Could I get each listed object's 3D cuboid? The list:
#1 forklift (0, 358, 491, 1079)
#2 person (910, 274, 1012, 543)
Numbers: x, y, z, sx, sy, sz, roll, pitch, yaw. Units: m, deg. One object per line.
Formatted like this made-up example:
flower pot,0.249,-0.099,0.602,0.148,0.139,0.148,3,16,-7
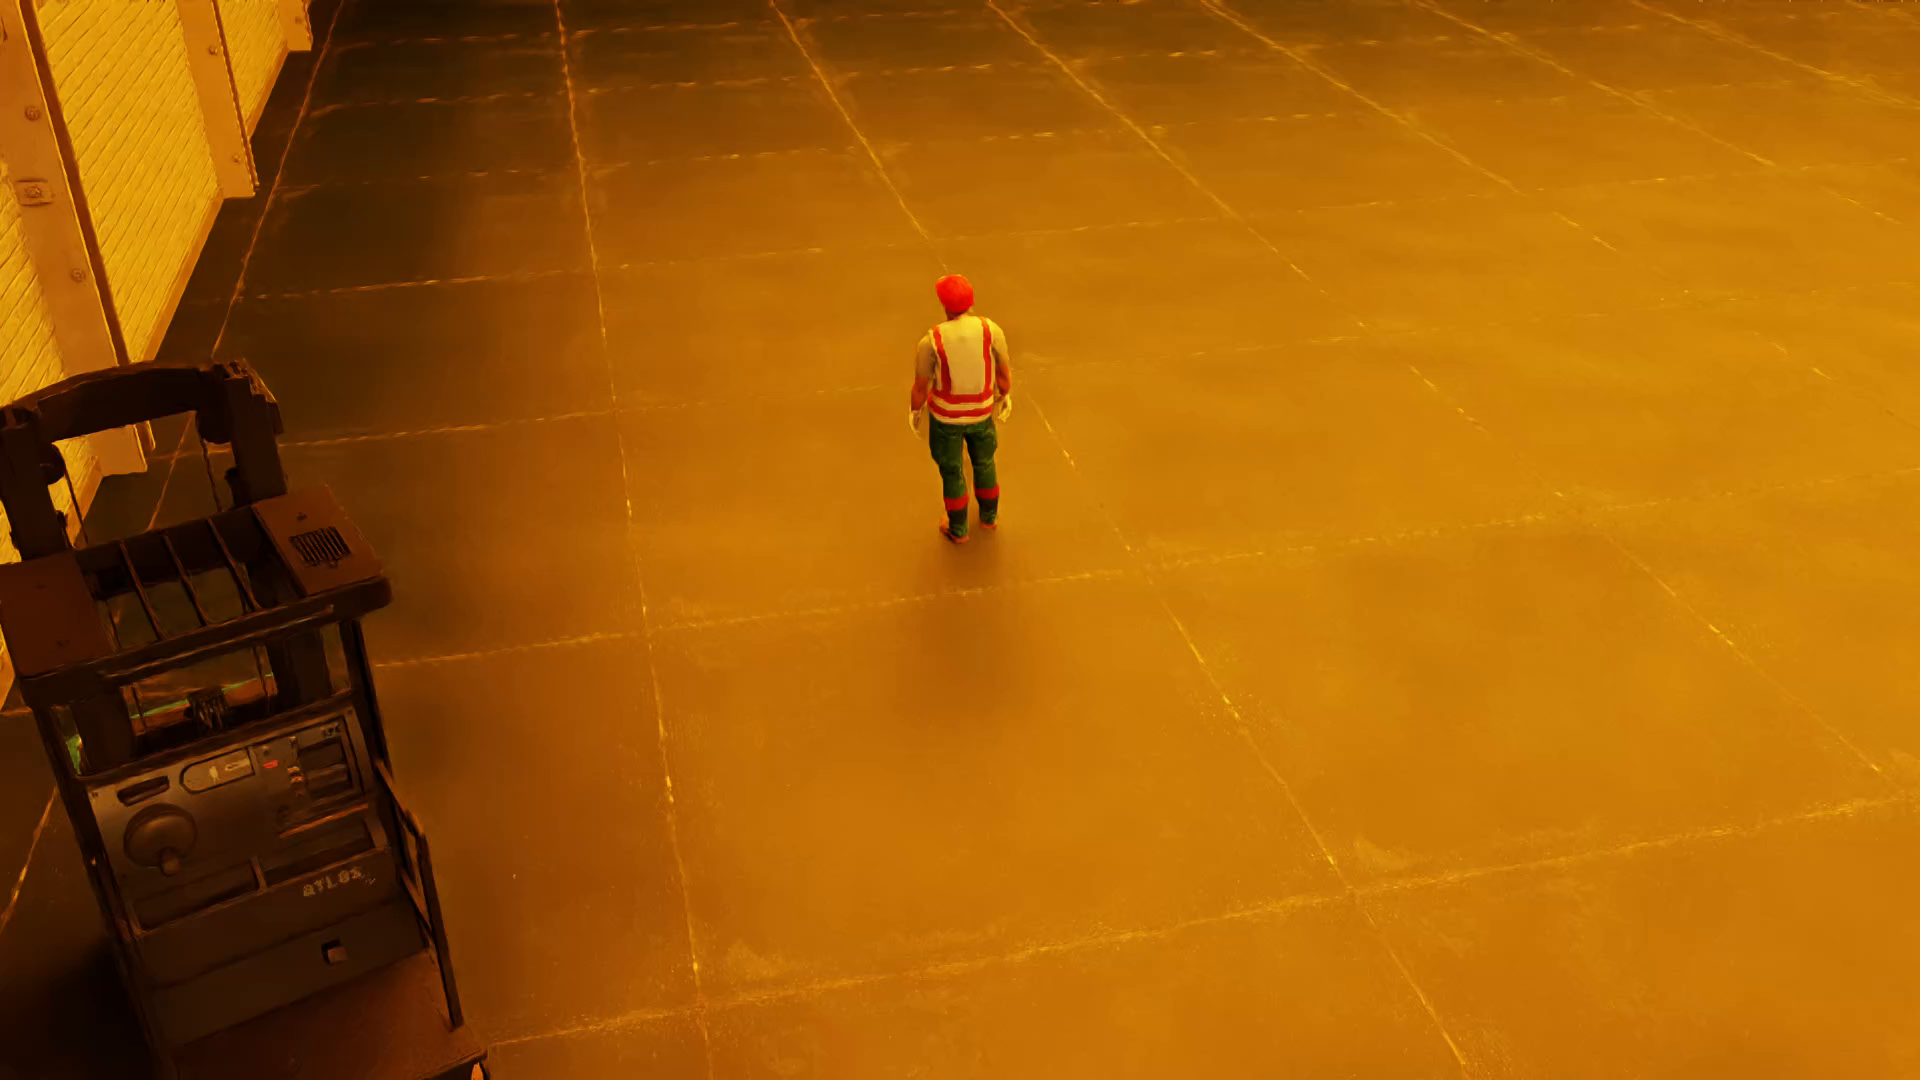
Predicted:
forklift,-2.529,0.958,5.919,1.130,2.935,3.031,-18,35,-29
person,-0.008,-0.821,10.118,0.637,1.787,0.563,-7,31,-12
